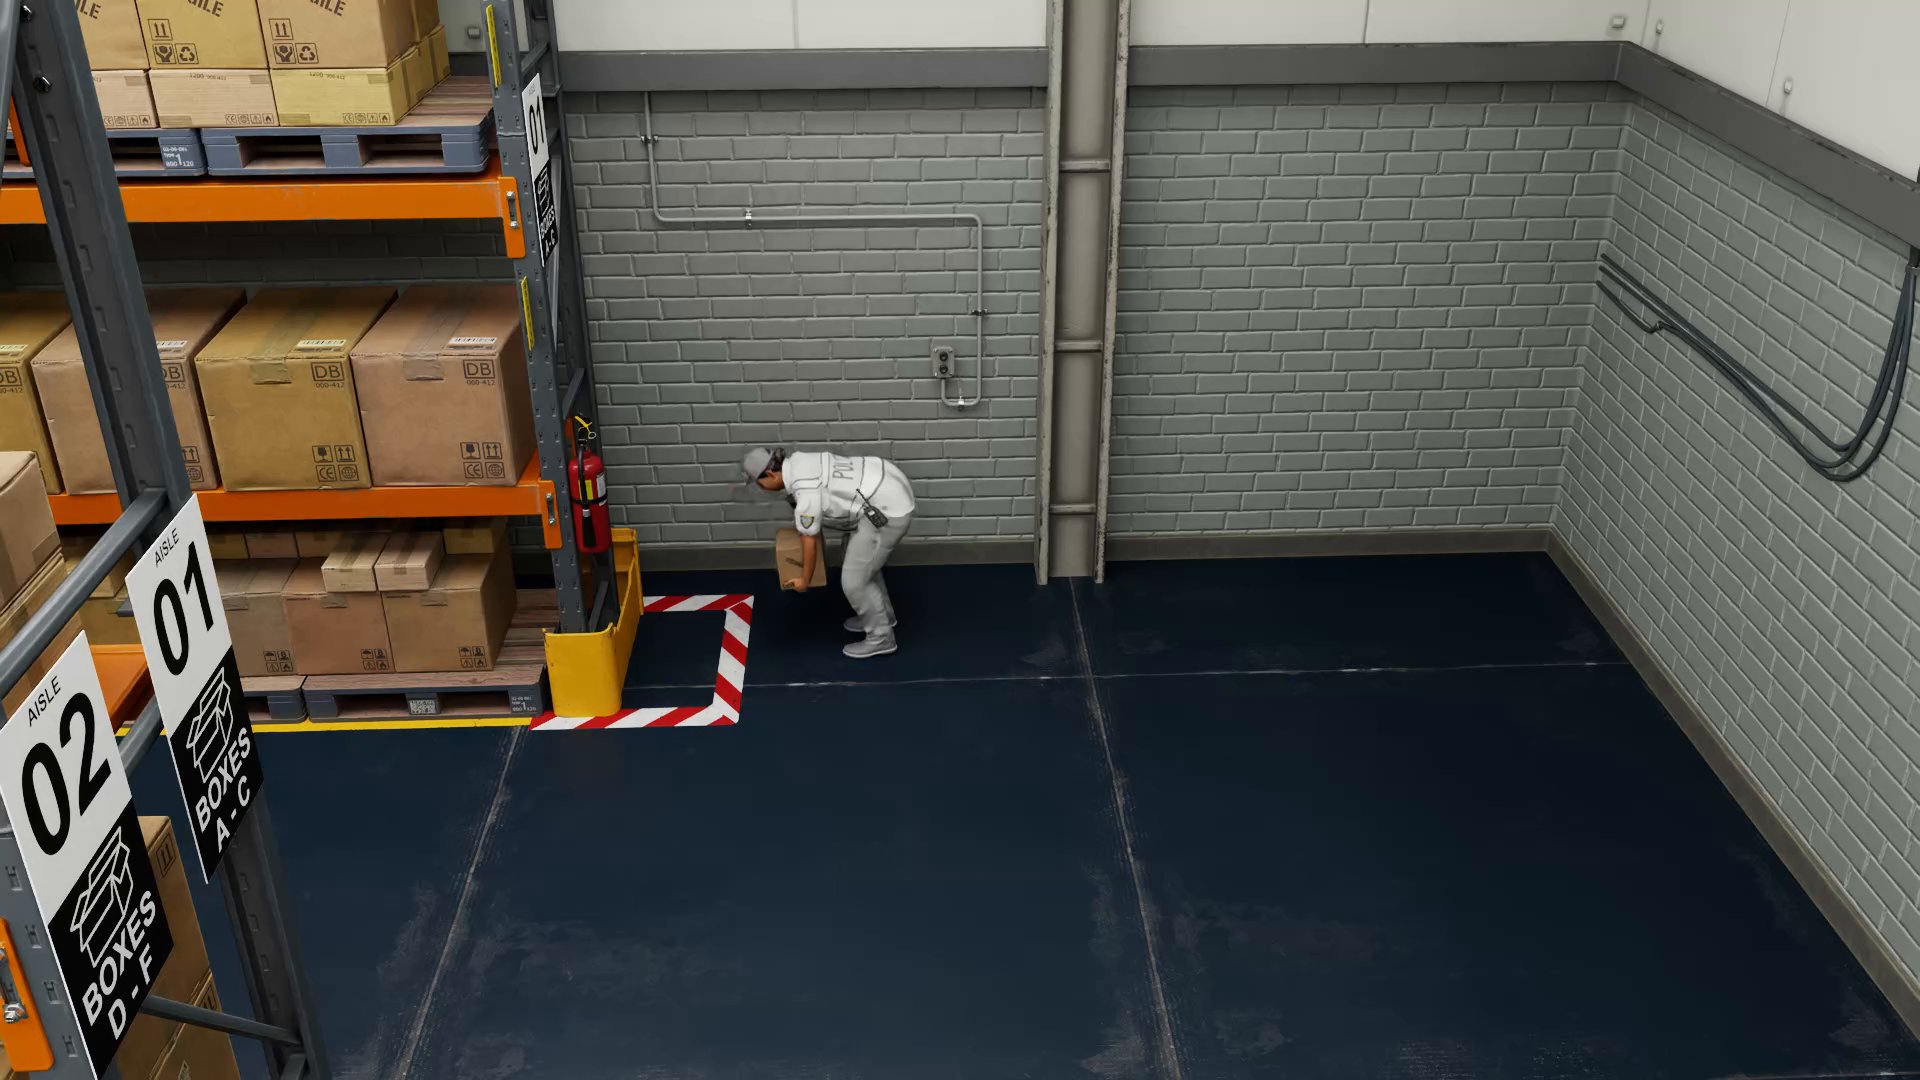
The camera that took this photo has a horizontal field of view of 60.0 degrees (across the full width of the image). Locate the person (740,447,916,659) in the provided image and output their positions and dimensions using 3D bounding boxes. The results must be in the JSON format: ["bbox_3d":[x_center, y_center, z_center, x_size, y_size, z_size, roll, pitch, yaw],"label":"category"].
[{"bbox_3d":[-0.702,0.037,9.050,0.922,1.204,0.462,-2,28,-4],"label":"person"}]
